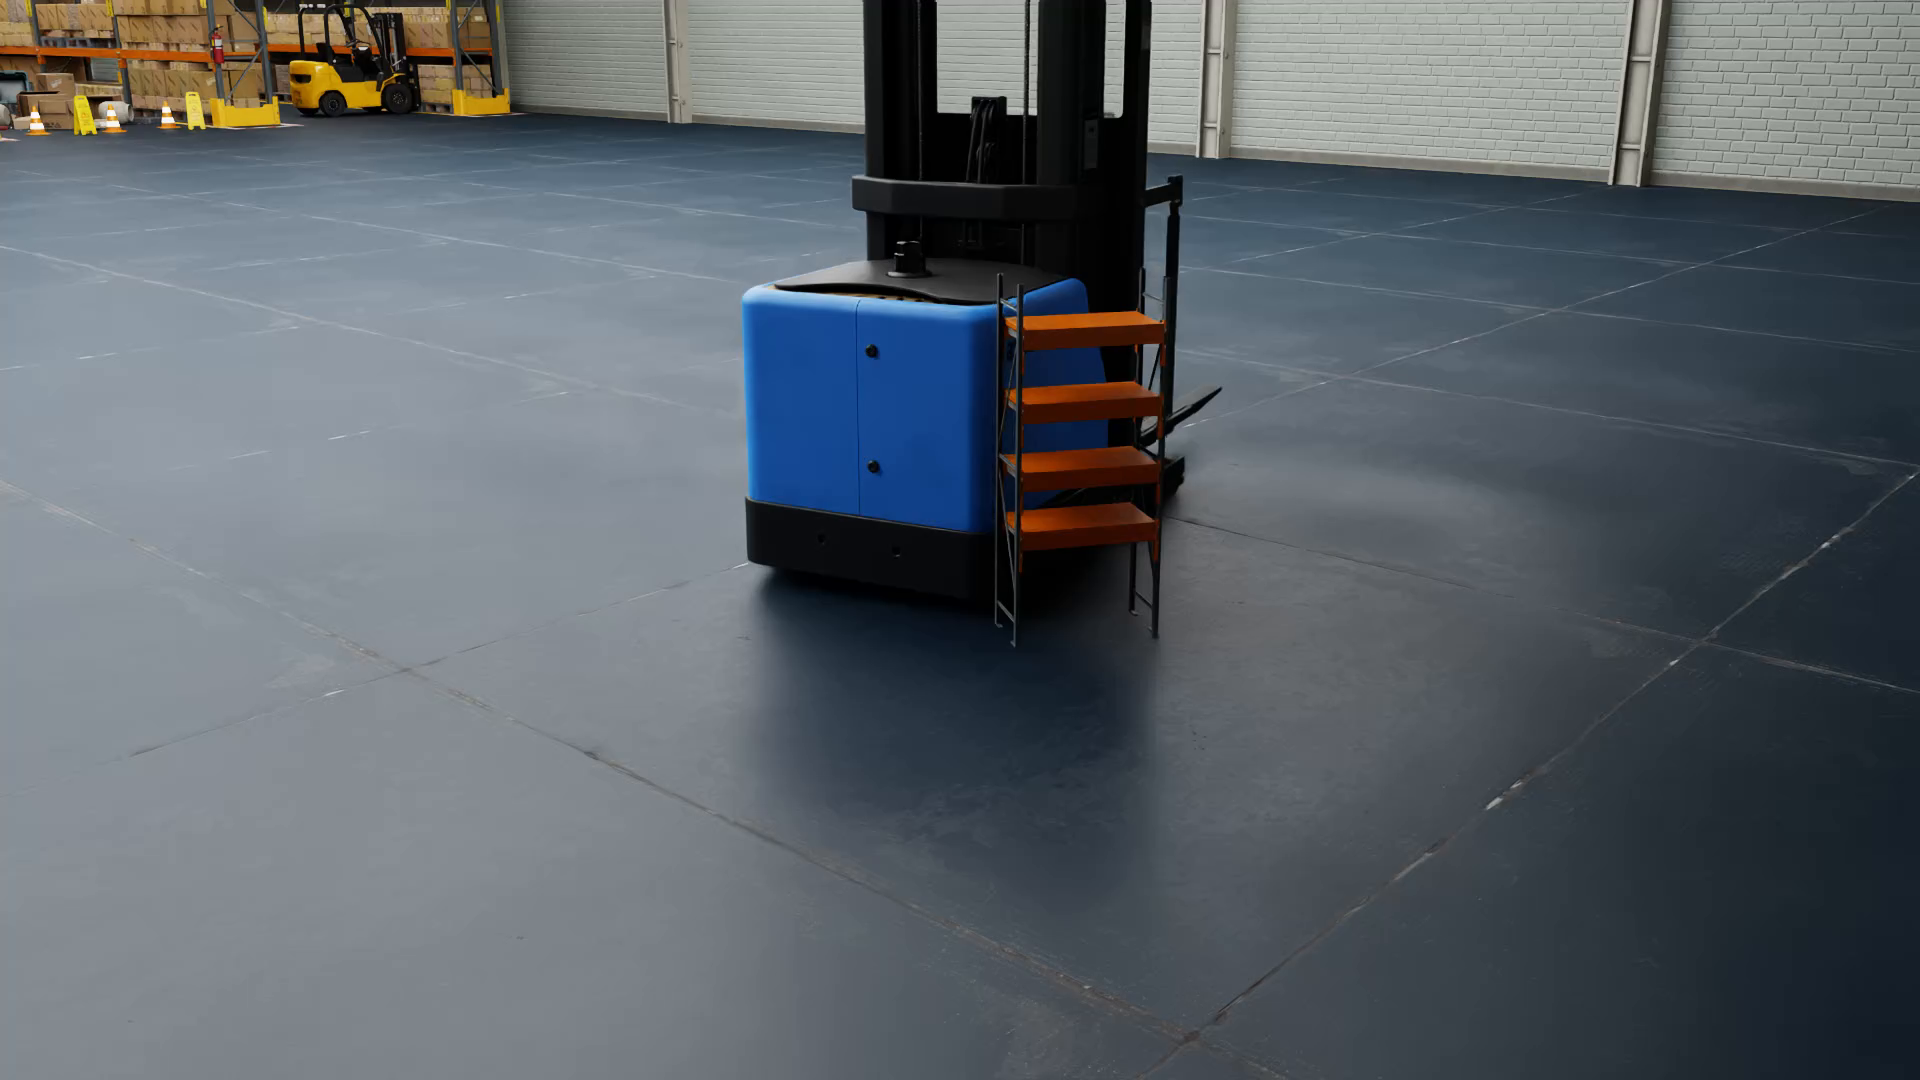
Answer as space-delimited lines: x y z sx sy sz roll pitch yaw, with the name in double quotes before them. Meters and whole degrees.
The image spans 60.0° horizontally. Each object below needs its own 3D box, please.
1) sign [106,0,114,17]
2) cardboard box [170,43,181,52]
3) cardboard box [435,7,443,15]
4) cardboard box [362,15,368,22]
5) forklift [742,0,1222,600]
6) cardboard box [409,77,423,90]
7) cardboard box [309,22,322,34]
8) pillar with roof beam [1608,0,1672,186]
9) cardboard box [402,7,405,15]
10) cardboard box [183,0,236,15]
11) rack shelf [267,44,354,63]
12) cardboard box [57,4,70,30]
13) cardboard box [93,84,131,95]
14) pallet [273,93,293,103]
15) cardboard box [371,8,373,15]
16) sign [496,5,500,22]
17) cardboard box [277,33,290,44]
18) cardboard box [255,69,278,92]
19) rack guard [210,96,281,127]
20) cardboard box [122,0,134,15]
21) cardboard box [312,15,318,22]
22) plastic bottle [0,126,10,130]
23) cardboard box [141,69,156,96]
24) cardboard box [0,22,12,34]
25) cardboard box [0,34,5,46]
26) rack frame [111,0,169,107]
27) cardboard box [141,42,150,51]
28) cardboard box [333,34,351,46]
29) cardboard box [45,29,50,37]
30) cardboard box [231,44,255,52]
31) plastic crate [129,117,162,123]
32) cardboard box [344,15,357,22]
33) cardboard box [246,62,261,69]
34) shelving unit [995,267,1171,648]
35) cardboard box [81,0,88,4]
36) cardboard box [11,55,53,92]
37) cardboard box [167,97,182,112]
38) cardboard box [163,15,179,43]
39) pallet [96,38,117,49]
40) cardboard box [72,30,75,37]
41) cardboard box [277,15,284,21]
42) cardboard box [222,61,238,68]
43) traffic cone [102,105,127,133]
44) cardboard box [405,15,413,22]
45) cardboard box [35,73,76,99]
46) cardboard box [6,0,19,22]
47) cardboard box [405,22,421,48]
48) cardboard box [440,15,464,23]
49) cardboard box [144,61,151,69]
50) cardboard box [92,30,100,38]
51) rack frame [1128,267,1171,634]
"sign" -16.531 -10.341 32.324 0.005 0.325 0.100 15 23 39
"cardboard box" -14.598 -9.261 31.248 0.250 0.149 0.380 15 23 39
"cardboard box" -10.494 -10.802 33.960 0.250 0.149 0.380 15 23 39
"cardboard box" -12.614 -11.221 35.773 0.250 0.149 0.380 16 23 41
"forklift" 0.325 -1.590 6.776 1.130 2.935 3.031 9 20 25
"cardboard box" -11.221 -9.593 34.906 0.500 0.250 0.500 14 23 38
"cardboard box" -14.178 -11.453 37.162 0.500 0.250 0.500 16 23 40
"pillar with roof beam" 5.289 -7.647 15.830 0.400 9.000 9.100 15 23 39
"cardboard box" -11.440 -11.066 34.792 0.250 0.149 0.380 15 23 40
"cardboard box" -13.700 -9.832 30.323 0.500 0.500 0.700 14 23 38
"rack shelf" -14.369 -11.098 37.812 4.000 0.370 1.077 15 23 39
"cardboard box" -18.178 -10.758 34.199 0.500 0.500 0.500 16 23 40
"cardboard box" -17.099 -9.112 34.014 0.950 0.372 0.625 -17 24 -42
"pallet" -15.275 -10.339 38.842 1.213 0.211 1.003 15 23 39
"cardboard box" -12.379 -11.326 35.611 0.250 0.149 0.380 14 23 38
"sign" -9.508 -10.811 34.157 0.005 0.325 0.100 15 23 39
"cardboard box" -15.322 -11.525 38.215 0.500 0.250 0.500 14 23 38
"cardboard box" -16.324 -10.888 39.398 0.500 0.500 0.500 16 24 41
"rack guard" -13.230 -7.936 30.793 0.348 0.500 1.175 15 23 39
"cardboard box" -15.612 -10.337 31.914 0.500 0.500 0.700 15 23 40
"cardboard box" -14.251 -11.665 37.170 0.250 0.149 0.380 15 23 40
"plastic bottle" -17.084 -7.335 29.624 0.133 0.061 0.283 7 19 21
"cardboard box" -15.494 -8.878 32.240 0.500 0.500 0.500 16 24 41
"cardboard box" -20.470 -11.126 36.131 0.500 0.250 0.500 14 23 38
"cardboard box" -20.866 -10.990 36.530 0.500 0.250 0.500 15 23 38
"rack frame" -16.165 -9.916 32.897 0.127 3.000 1.000 15 23 39
"cardboard box" -15.538 -9.517 32.057 0.250 0.149 0.380 16 24 41
"cardboard box" -13.423 -11.010 36.593 0.500 0.250 0.500 16 23 40
"cardboard box" -19.037 -10.692 35.064 0.250 0.149 0.380 13 22 36
"cardboard box" -13.290 -9.108 30.767 0.250 0.149 0.380 15 23 39
"plastic crate" -15.535 -8.023 31.761 0.583 0.080 0.402 7 19 21
"cardboard box" -13.276 -11.415 36.383 0.250 0.149 0.380 16 24 41
"cardboard box" -16.795 -11.313 39.666 0.250 0.149 0.380 14 22 37
"shelving unit" 0.393 -0.270 5.477 0.503 1.200 0.258 -5 18 -15
"cardboard box" -17.405 -10.841 33.390 0.250 0.149 0.380 14 22 37
"cardboard box" -20.282 -10.244 36.749 0.875 0.875 0.875 15 23 40
"cardboard box" -14.733 -8.313 31.699 0.500 0.250 0.500 14 22 37
"cardboard box" -14.505 -9.552 31.093 0.500 0.500 0.500 15 23 39
"pallet" -16.640 -10.011 33.514 1.213 0.211 1.003 15 23 39
"cardboard box" -18.012 -10.424 34.219 0.250 0.149 0.380 16 24 41
"cardboard box" -15.412 -11.970 38.132 0.250 0.149 0.380 16 24 41
"cardboard box" -17.746 -11.584 40.518 0.250 0.149 0.380 16 24 41
"traffic cone" -14.833 -7.379 29.096 0.334 0.463 0.336 15 23 39
"cardboard box" -11.302 -10.852 34.608 0.250 0.149 0.380 15 23 40
"cardboard box" -17.324 -8.677 31.873 0.500 0.500 0.500 15 23 39
"cardboard box" -20.106 -11.389 35.721 0.500 0.500 0.500 16 23 40
"cardboard box" -11.189 -10.533 34.675 0.500 0.500 0.500 14 23 38
"cardboard box" -10.326 -10.599 33.814 0.250 0.149 0.380 15 23 40
"cardboard box" -15.463 -9.151 32.027 0.250 0.149 0.380 16 24 41
"cardboard box" -17.135 -10.138 33.318 0.250 0.149 0.380 15 23 38
"rack frame" 0.629 -0.289 5.539 0.015 1.200 0.240 -5 18 -15
